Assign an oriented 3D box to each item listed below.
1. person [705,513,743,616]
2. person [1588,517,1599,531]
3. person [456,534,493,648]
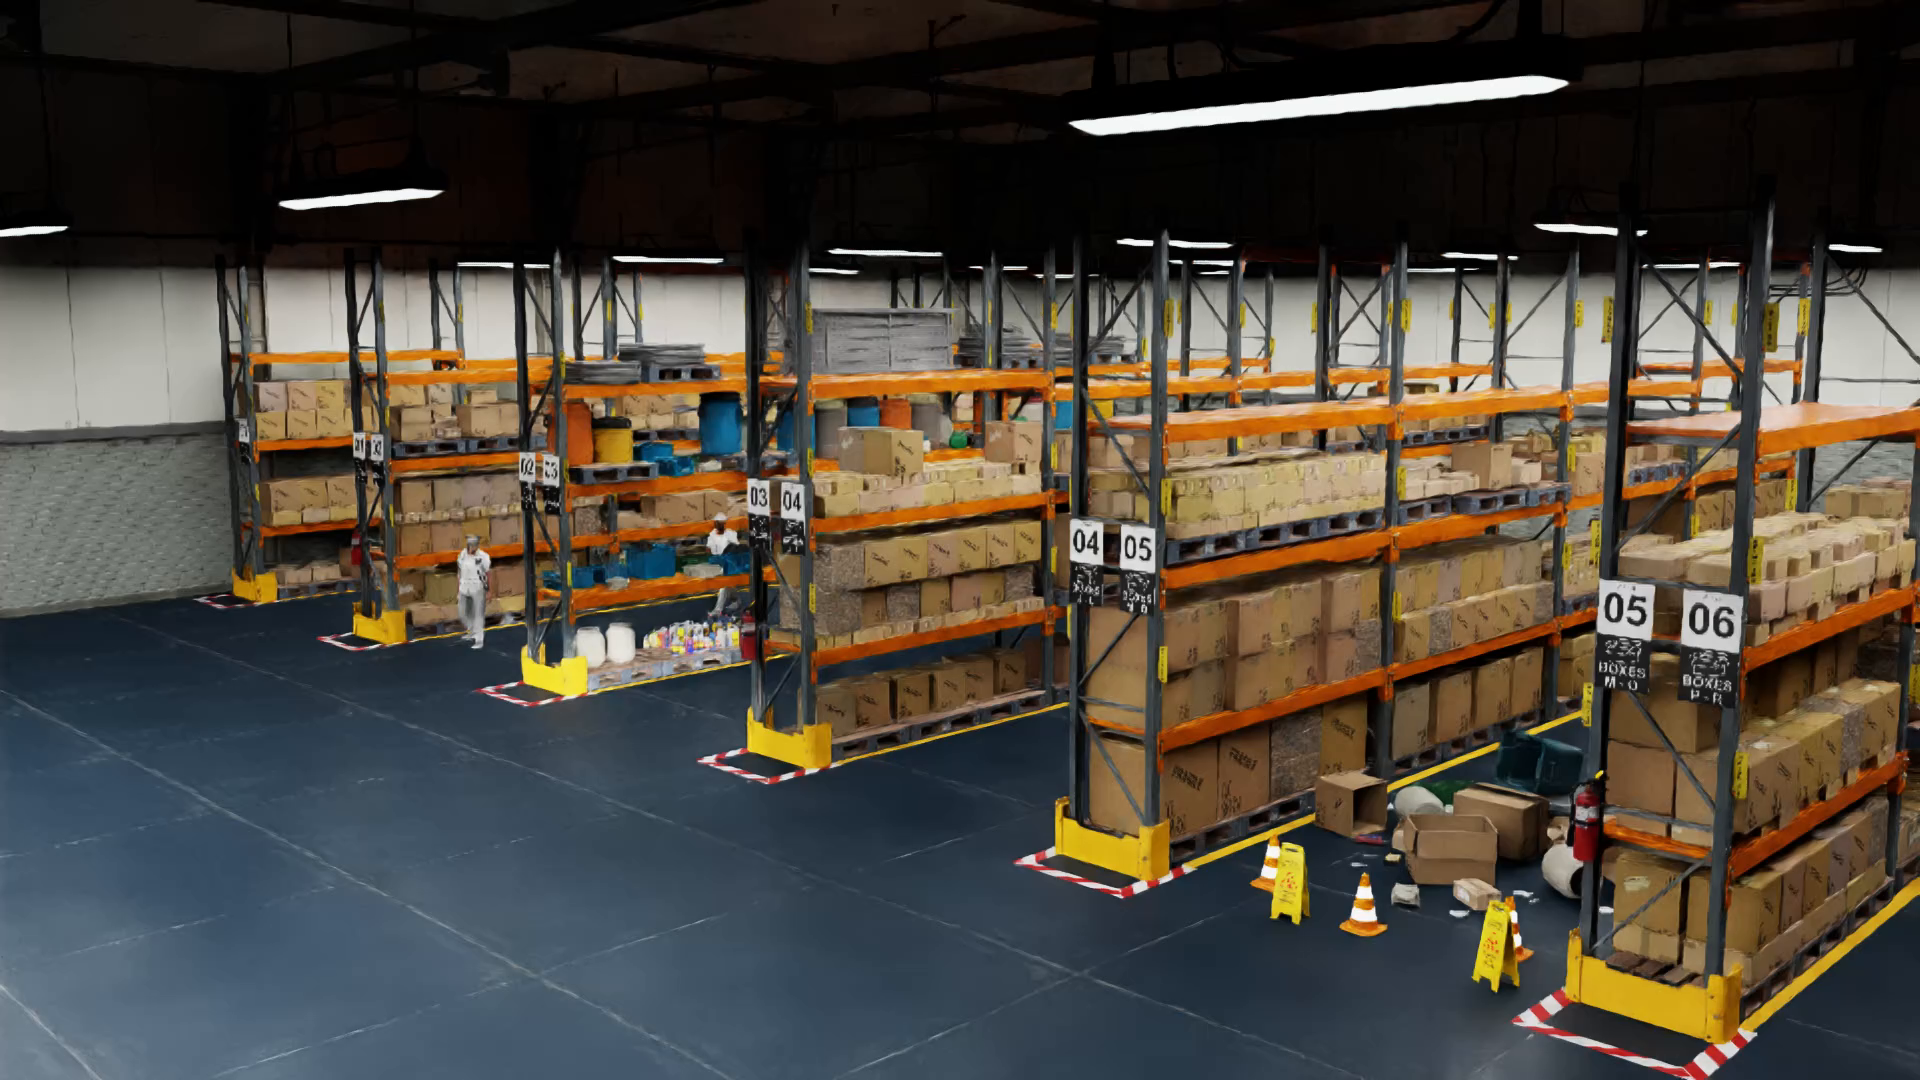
[{"bbox_3d":[-3.977,0.389,27.733,0.569,1.709,1.035,6,10,36],"label":"person"},{"bbox_3d":[10.391,0.440,27.371,0.527,1.638,0.391,-7,10,-39],"label":"person"},{"bbox_3d":[-7.348,0.741,25.209,0.593,1.745,0.577,1,8,9],"label":"person"}]
